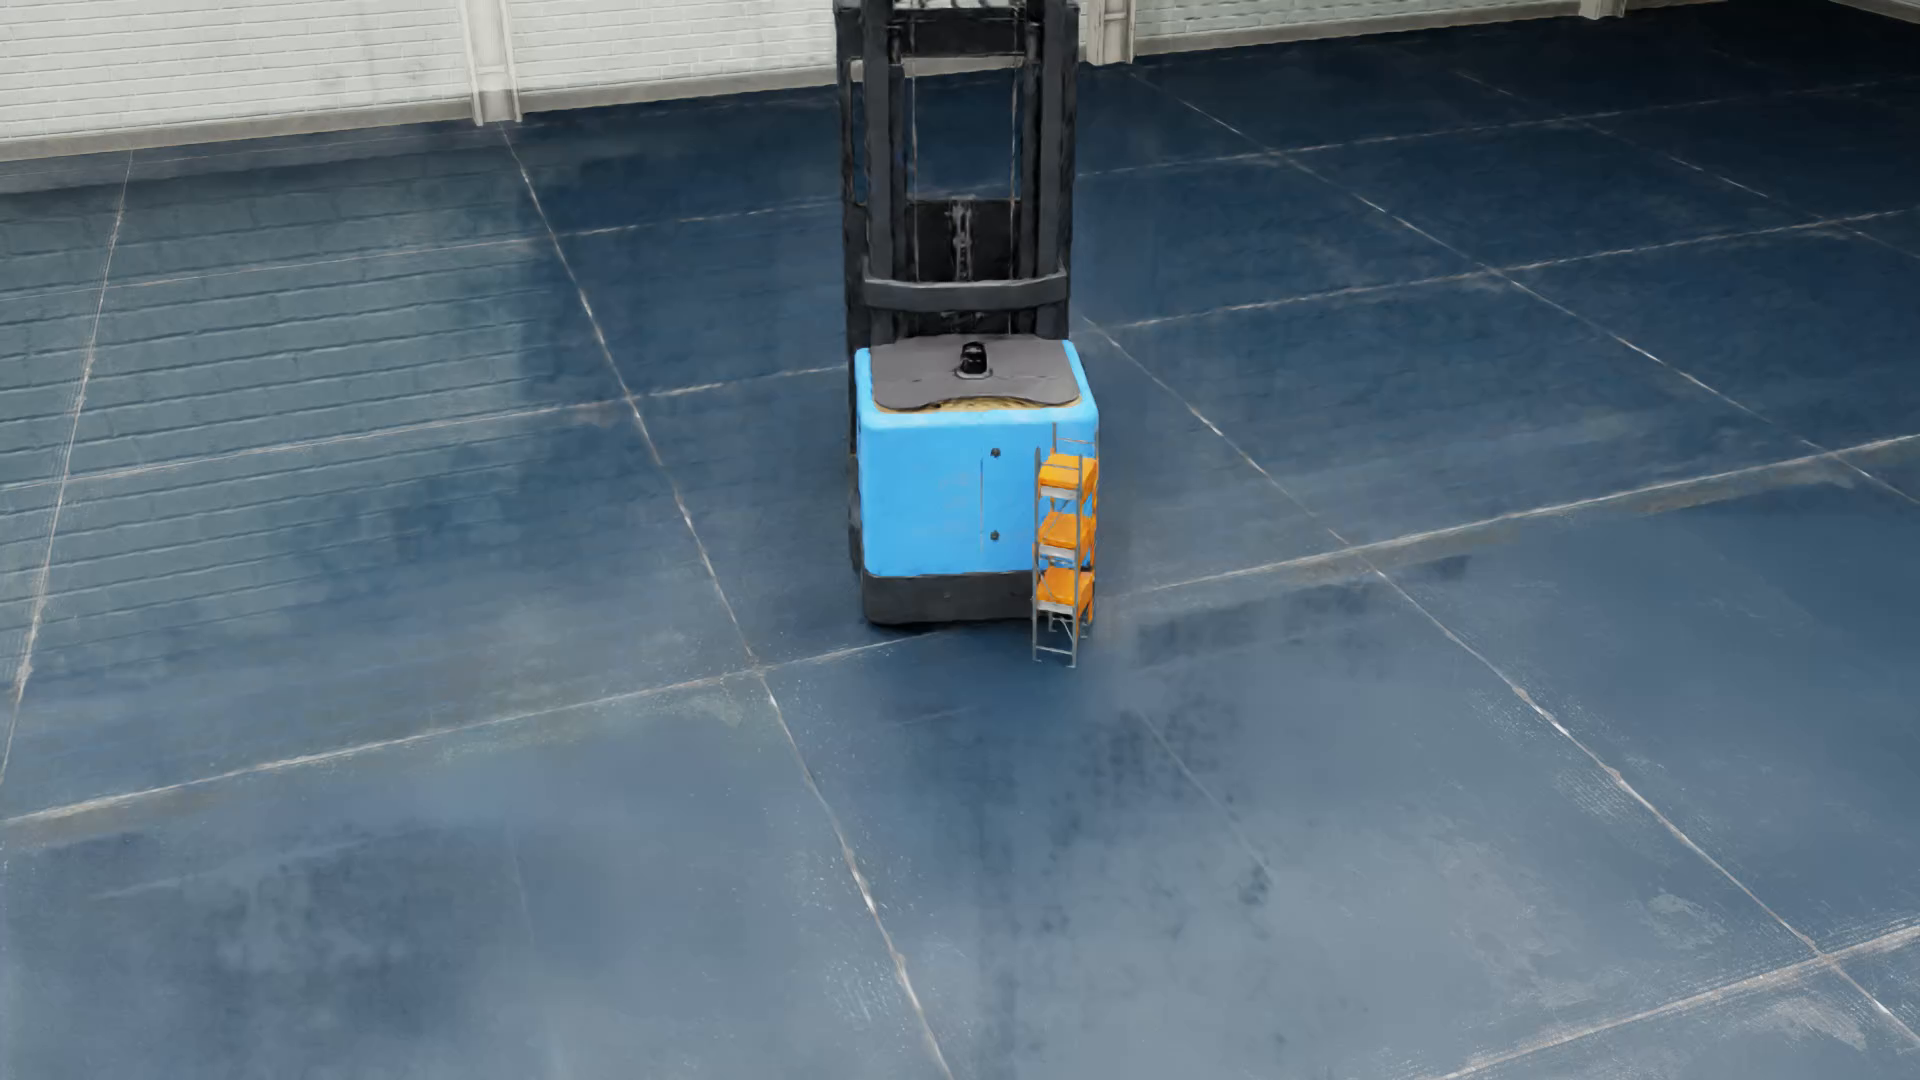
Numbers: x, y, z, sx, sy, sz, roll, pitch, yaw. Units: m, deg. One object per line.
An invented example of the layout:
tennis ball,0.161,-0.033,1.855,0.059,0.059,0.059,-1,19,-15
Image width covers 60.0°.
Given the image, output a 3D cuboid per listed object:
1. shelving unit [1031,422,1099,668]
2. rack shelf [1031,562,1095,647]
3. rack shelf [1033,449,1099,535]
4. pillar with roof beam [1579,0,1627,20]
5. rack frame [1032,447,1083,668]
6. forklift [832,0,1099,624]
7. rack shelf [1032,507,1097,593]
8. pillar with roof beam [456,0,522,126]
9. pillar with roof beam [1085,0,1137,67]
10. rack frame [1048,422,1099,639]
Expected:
shelving unit,0.448,0.032,7.131,0.215,1.050,0.252,10,32,17
rack shelf,0.450,0.281,7.276,0.215,0.259,0.240,10,32,17
rack shelf,0.447,-0.204,6.993,0.215,0.259,0.240,10,32,17
pillar with roof beam,8.618,-7.743,12.750,0.400,9.000,9.100,-10,31,-18
rack frame,0.407,0.090,7.031,0.200,1.050,0.008,10,32,17
forklift,-0.035,-1.600,8.097,1.130,2.935,3.031,-2,30,-4
rack shelf,0.448,0.041,7.136,0.215,0.259,0.240,10,32,17
pillar with roof beam,-2.629,-5.672,9.115,0.400,9.000,9.100,-10,31,-18
pillar with roof beam,2.994,-6.707,10.933,0.400,9.000,9.100,-10,31,-18
rack frame,0.489,-0.026,7.230,0.200,1.050,0.008,10,32,17
